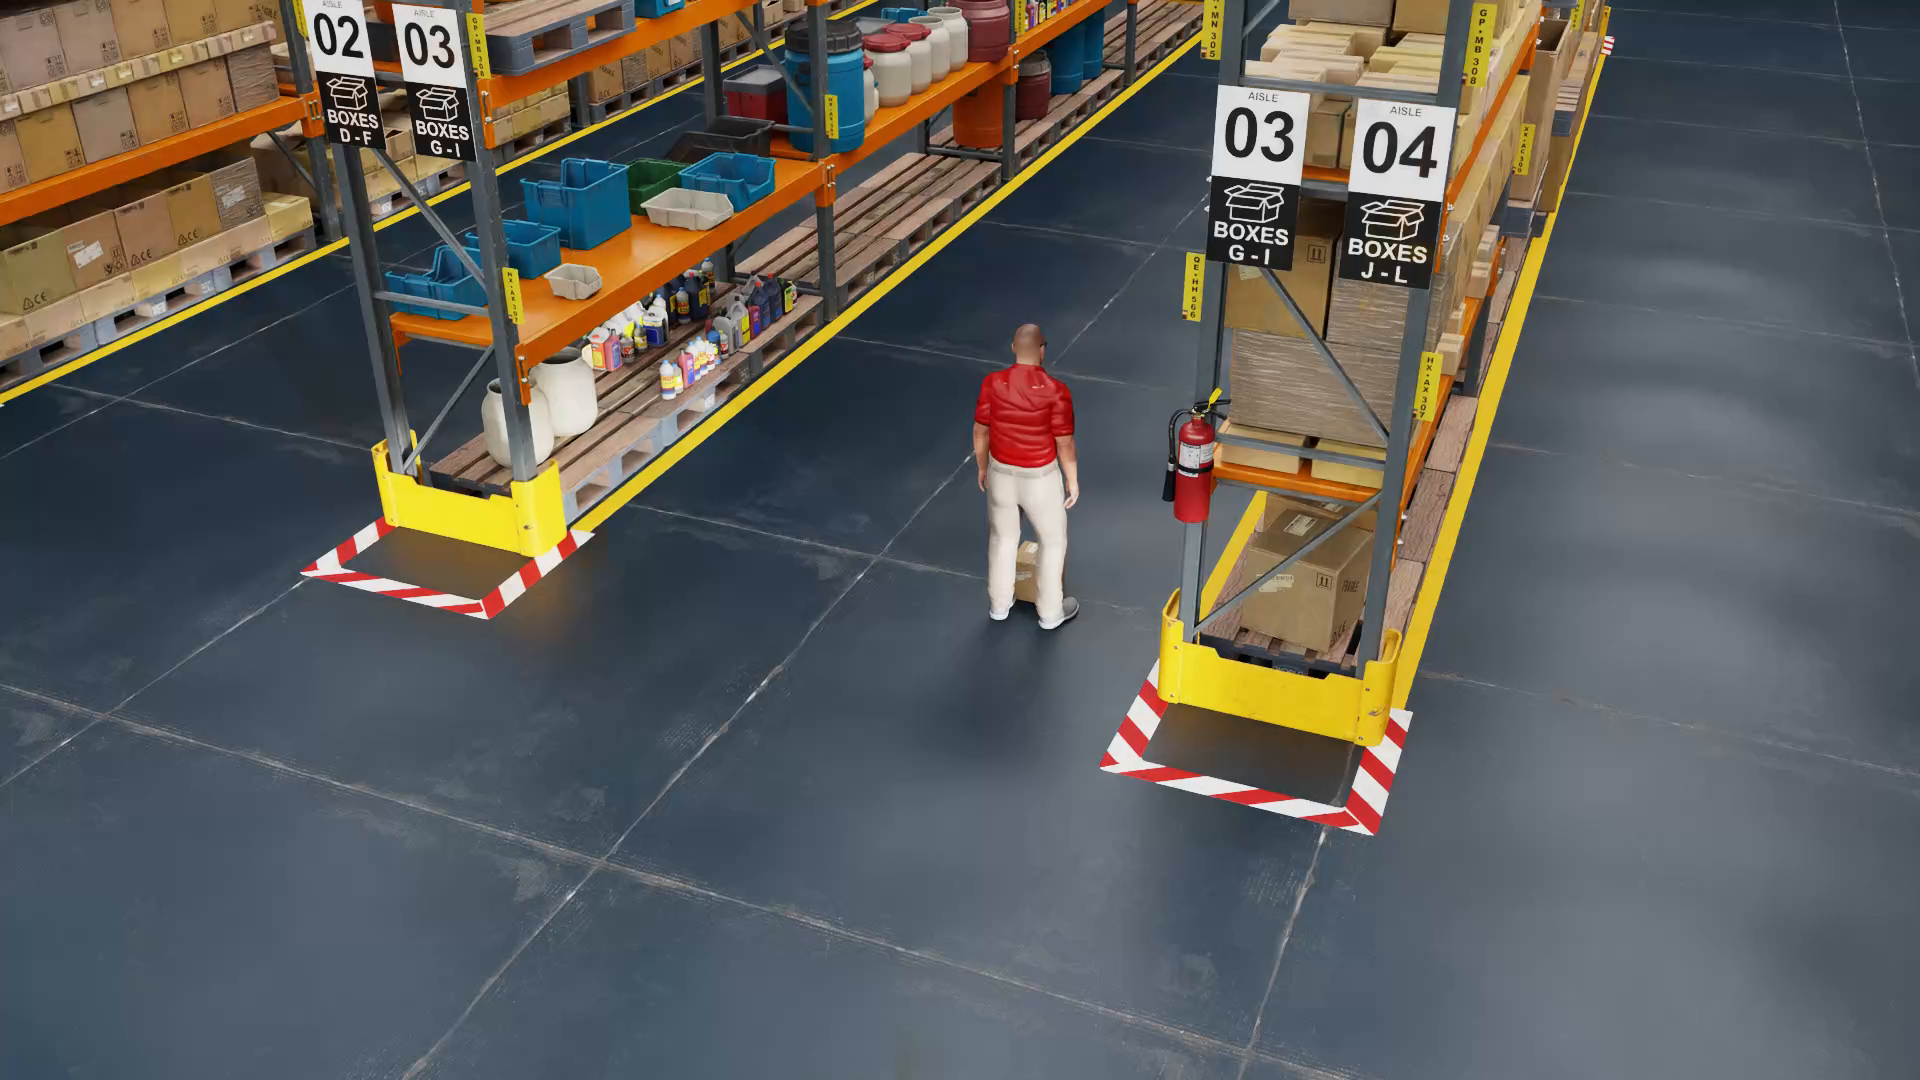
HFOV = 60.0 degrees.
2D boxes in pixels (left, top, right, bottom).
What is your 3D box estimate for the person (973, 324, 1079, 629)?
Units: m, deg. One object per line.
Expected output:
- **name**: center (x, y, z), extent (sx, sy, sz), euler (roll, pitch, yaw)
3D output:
- **person**: center (0.361, -0.336, 9.008), extent (0.584, 1.726, 0.394), euler (11, 31, 19)
